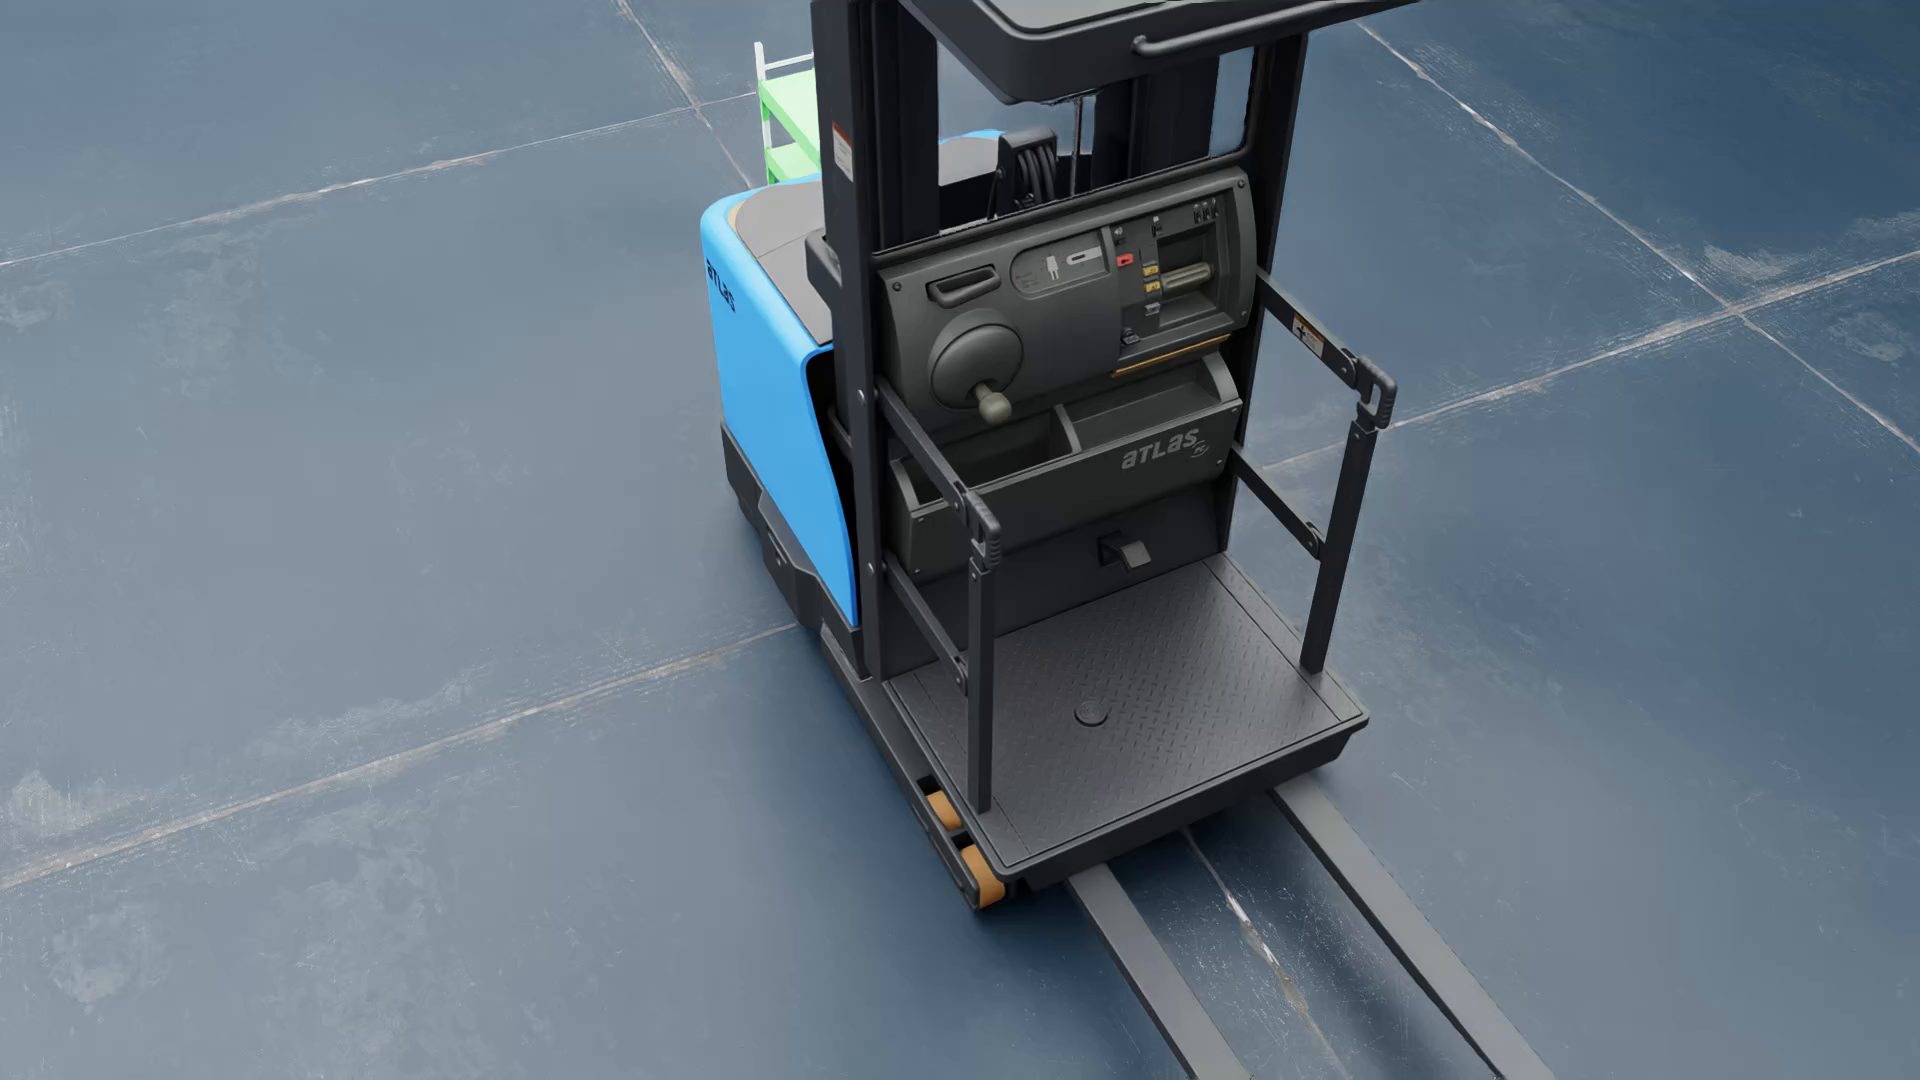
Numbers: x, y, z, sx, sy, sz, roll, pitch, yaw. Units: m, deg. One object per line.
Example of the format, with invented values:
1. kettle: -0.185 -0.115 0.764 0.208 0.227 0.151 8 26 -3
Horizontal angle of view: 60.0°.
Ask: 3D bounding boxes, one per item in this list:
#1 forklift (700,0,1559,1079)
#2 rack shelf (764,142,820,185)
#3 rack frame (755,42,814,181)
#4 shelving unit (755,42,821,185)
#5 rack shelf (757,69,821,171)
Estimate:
1. forklift: 0.367 -0.461 3.630 1.130 2.935 3.031 -20 48 -19
2. rack shelf: -0.407 -1.096 5.256 0.258 0.148 0.480 -20 48 -19
3. rack frame: -0.518 -1.124 5.535 0.240 1.200 0.015 -20 48 -19
4. shelving unit: -0.407 -0.971 5.380 0.258 1.200 0.503 -20 48 -19
5. rack shelf: -0.407 -1.267 5.088 0.258 0.148 0.480 -20 48 -19
